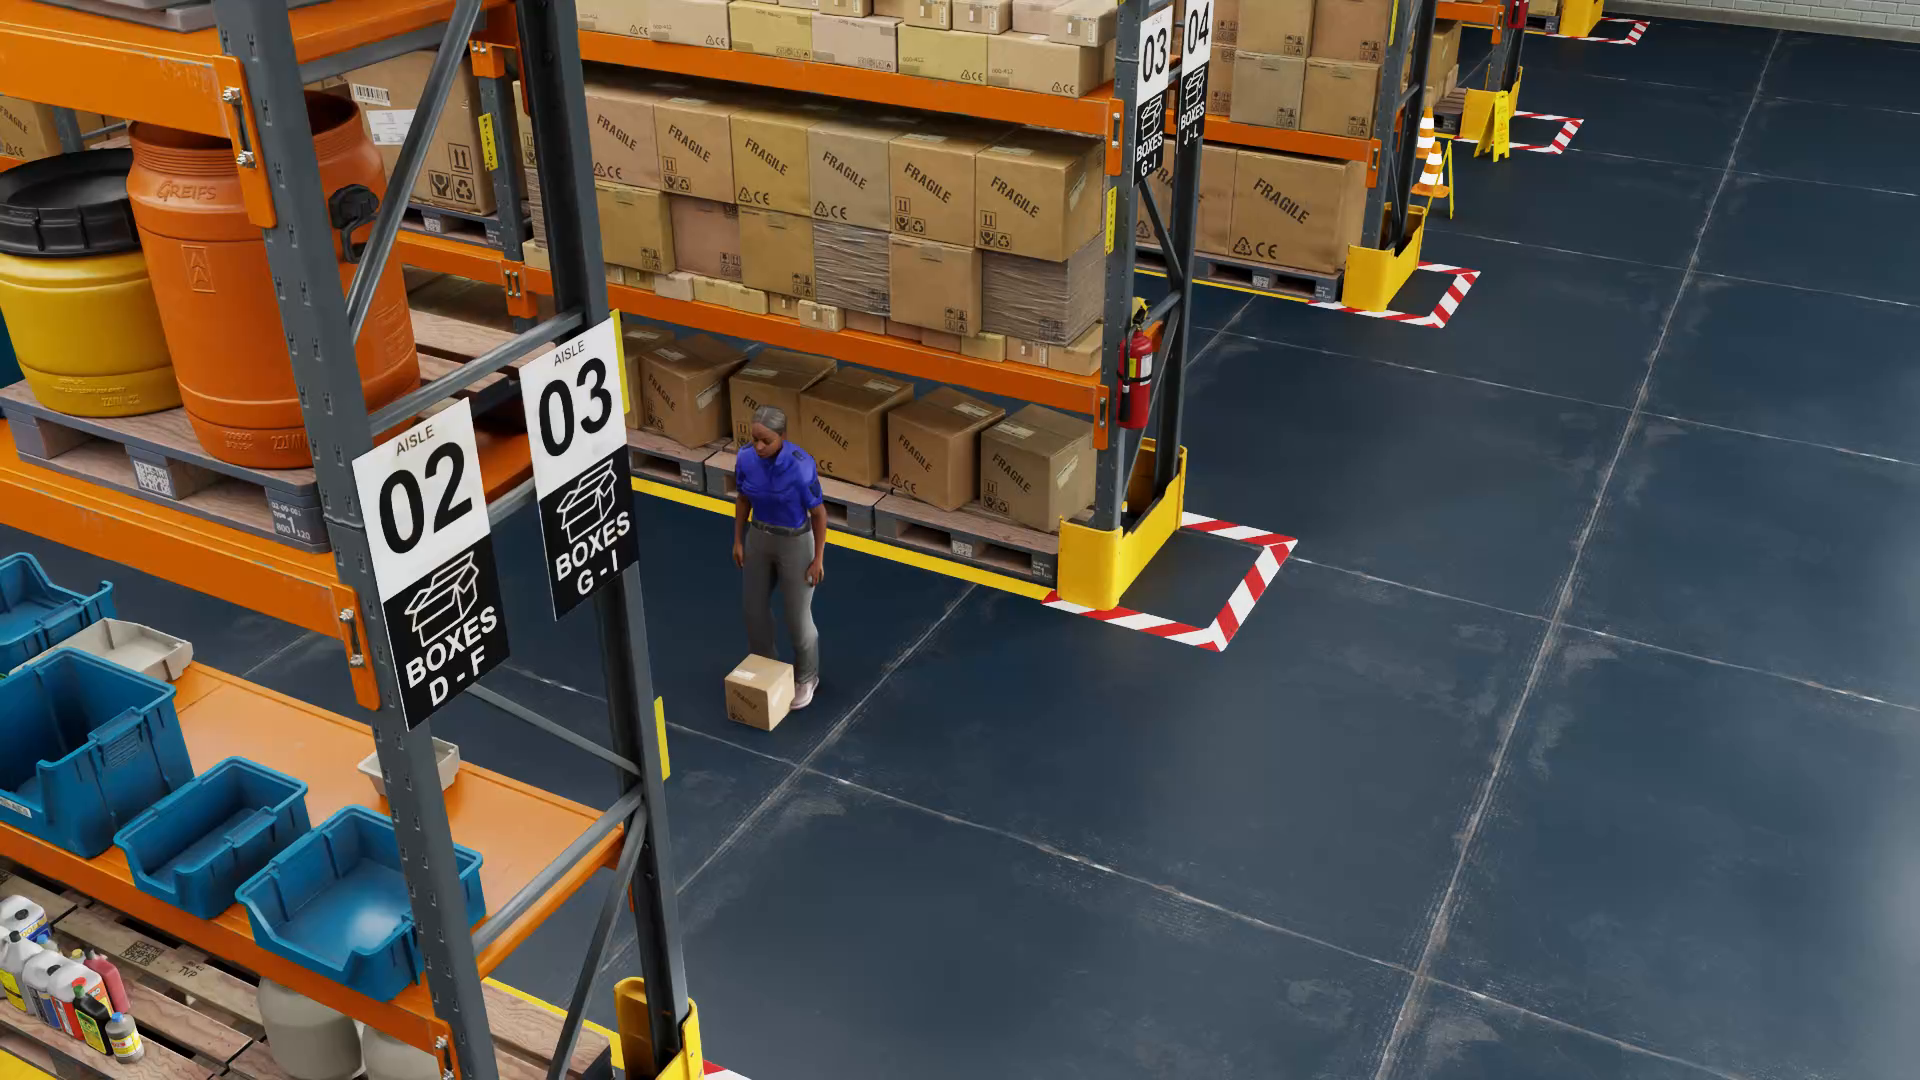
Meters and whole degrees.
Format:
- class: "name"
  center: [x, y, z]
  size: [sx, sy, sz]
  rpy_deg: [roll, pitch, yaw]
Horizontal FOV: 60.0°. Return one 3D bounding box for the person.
- class: "person"
  center: [-0.904, 0.052, 8.201]
  size: [0.527, 1.653, 0.350]
  rpy_deg: [12, 32, 20]
